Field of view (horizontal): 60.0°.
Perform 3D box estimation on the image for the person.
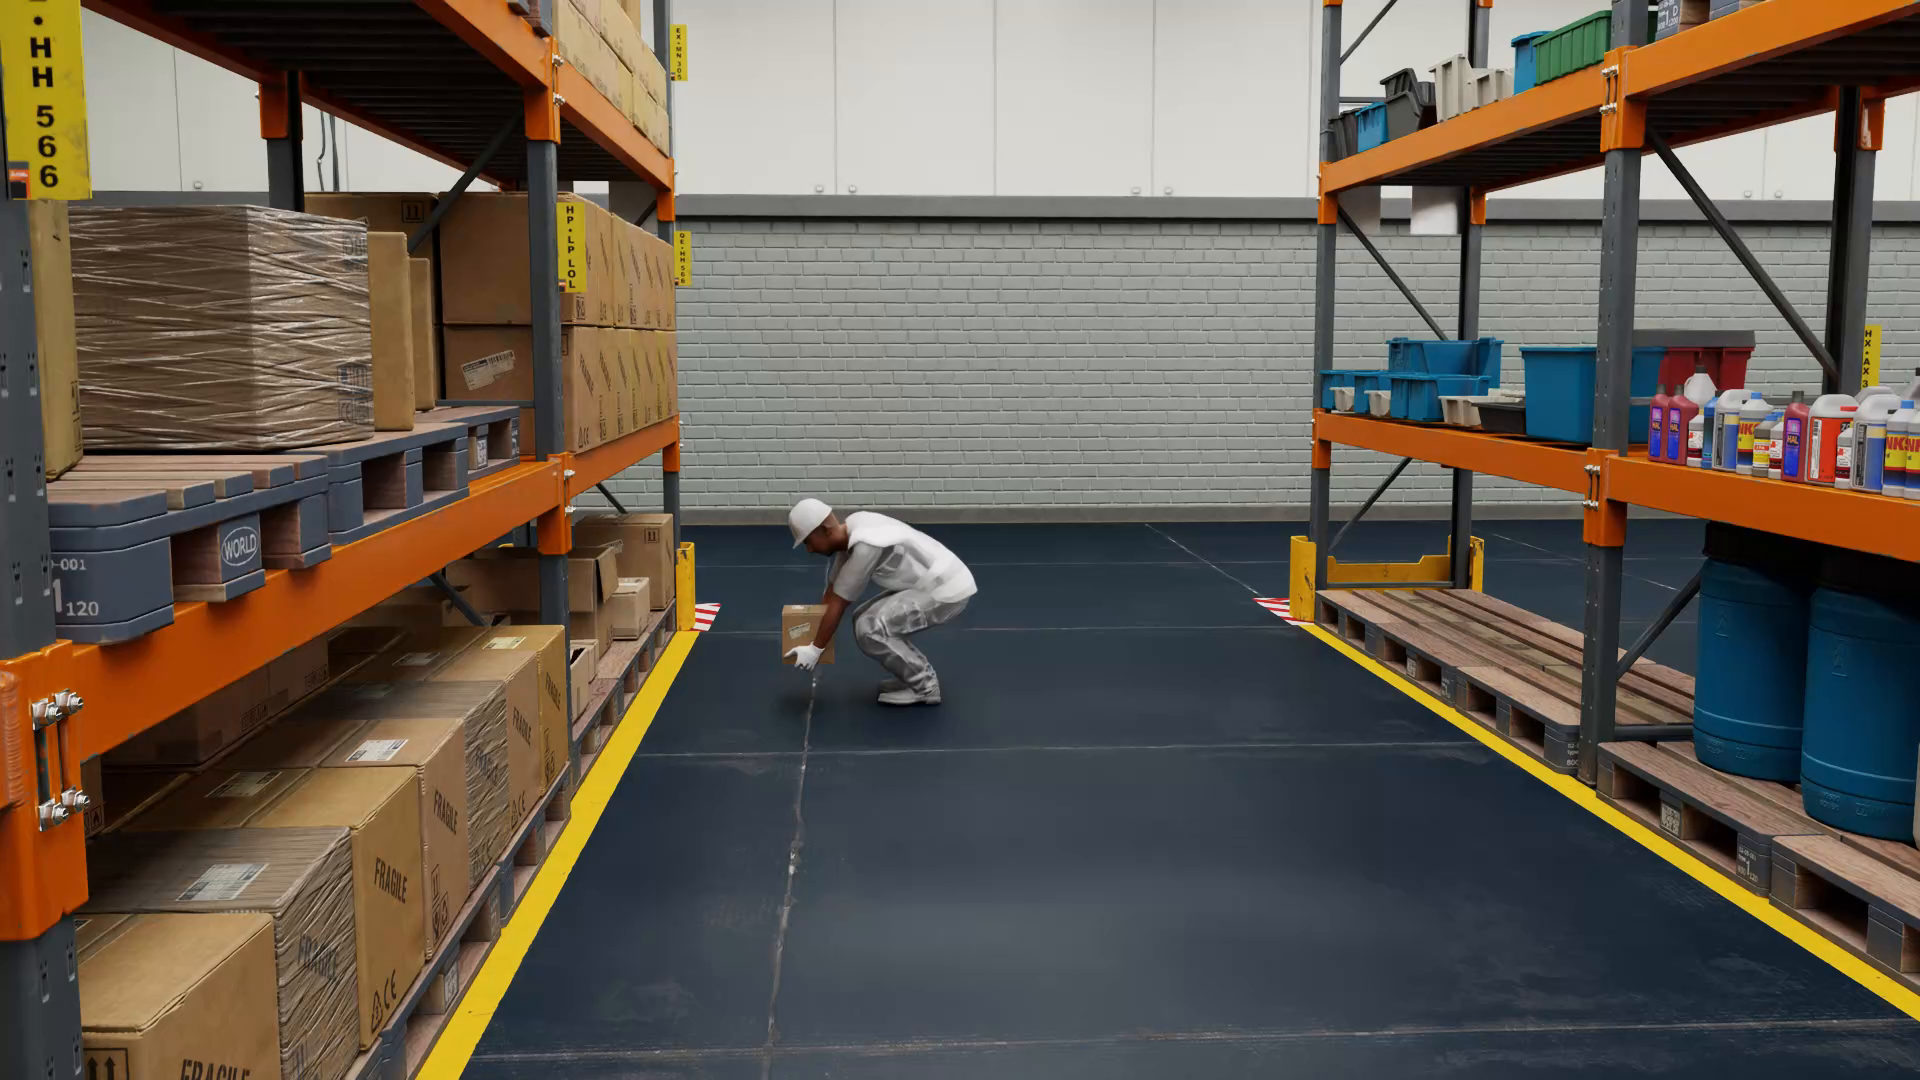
[{"bbox_3d":[-0.386,0.291,8.071,0.934,0.998,0.557,-1,7,-5],"label":"person"}]
